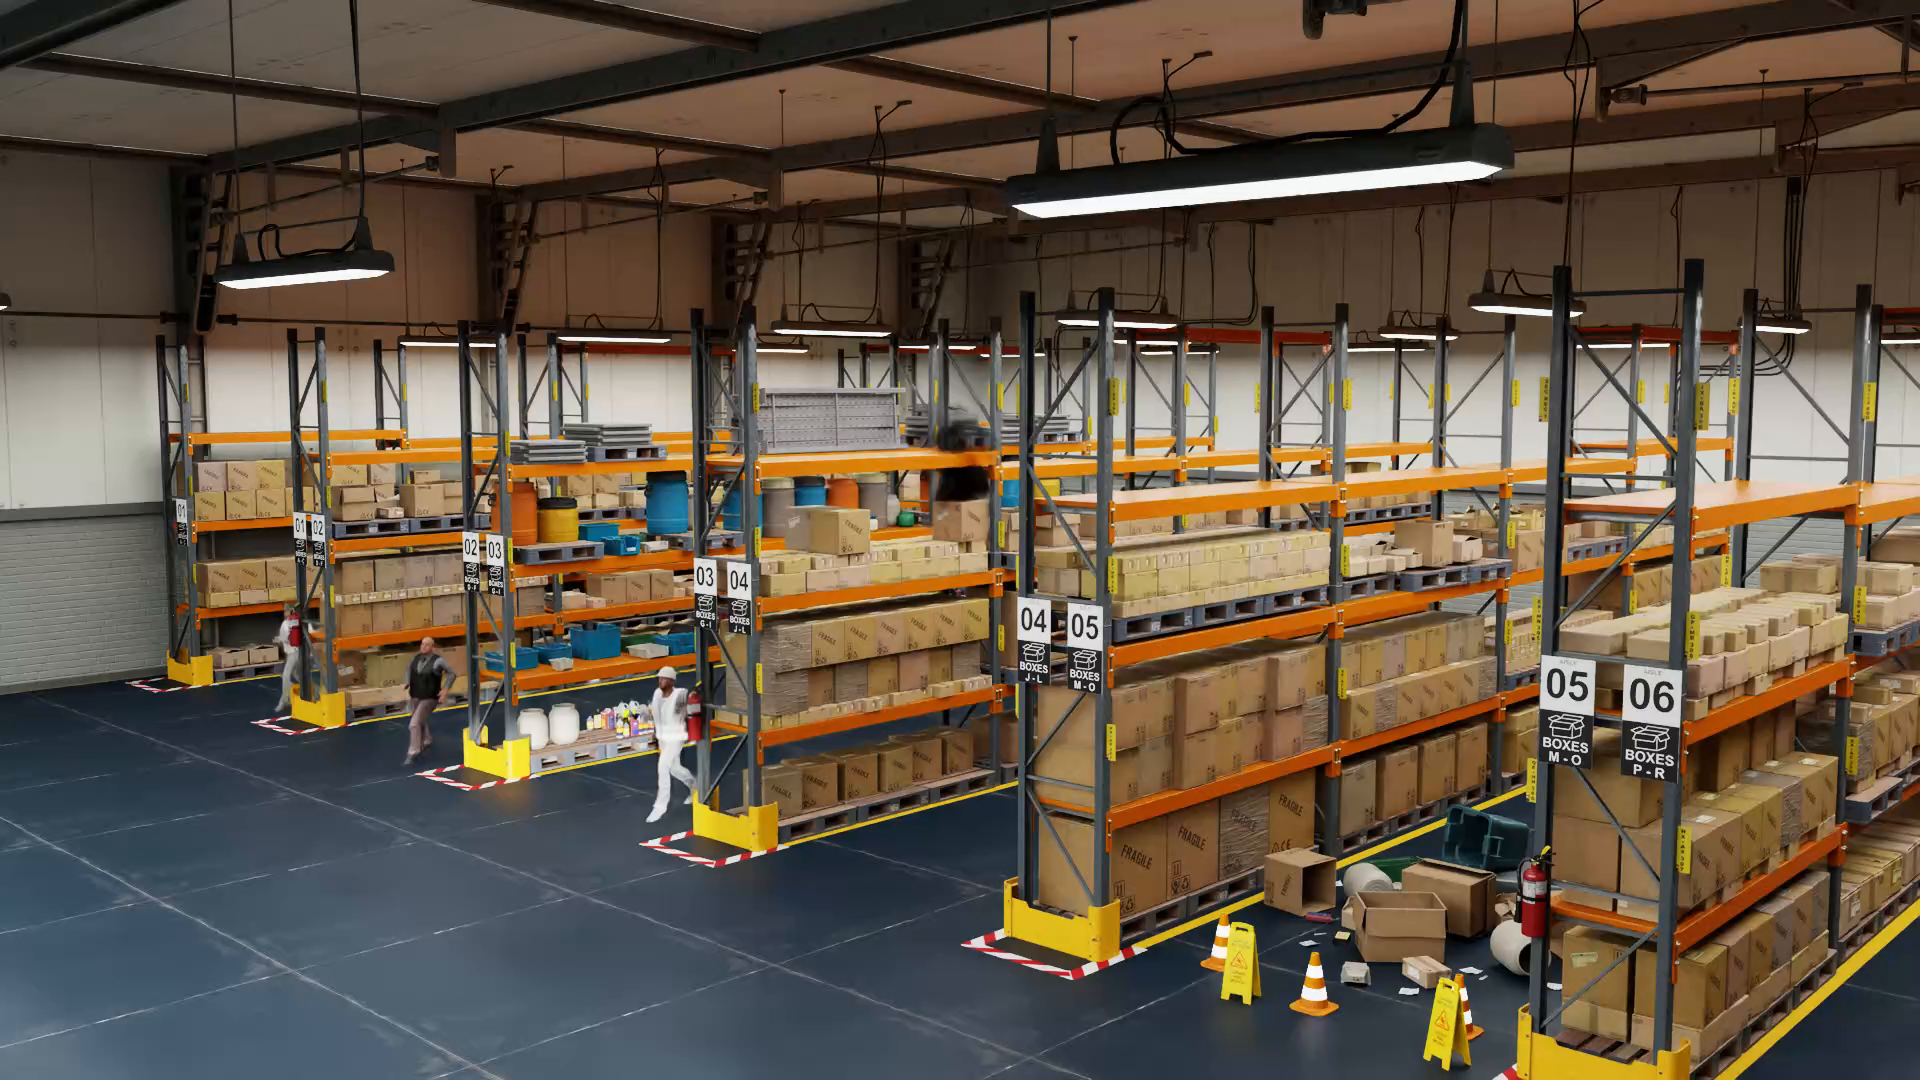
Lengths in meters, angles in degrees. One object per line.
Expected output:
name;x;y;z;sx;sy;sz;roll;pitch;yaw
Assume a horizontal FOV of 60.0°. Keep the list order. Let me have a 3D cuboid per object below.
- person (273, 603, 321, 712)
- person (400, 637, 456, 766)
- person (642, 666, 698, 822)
person;-10.621;1.839;26.602;0.638;1.718;0.893;5;7;40
person;-7.319;2.193;22.761;0.733;1.748;0.754;2;6;23
person;-3.455;2.407;20.001;0.704;1.809;0.940;5;7;43
